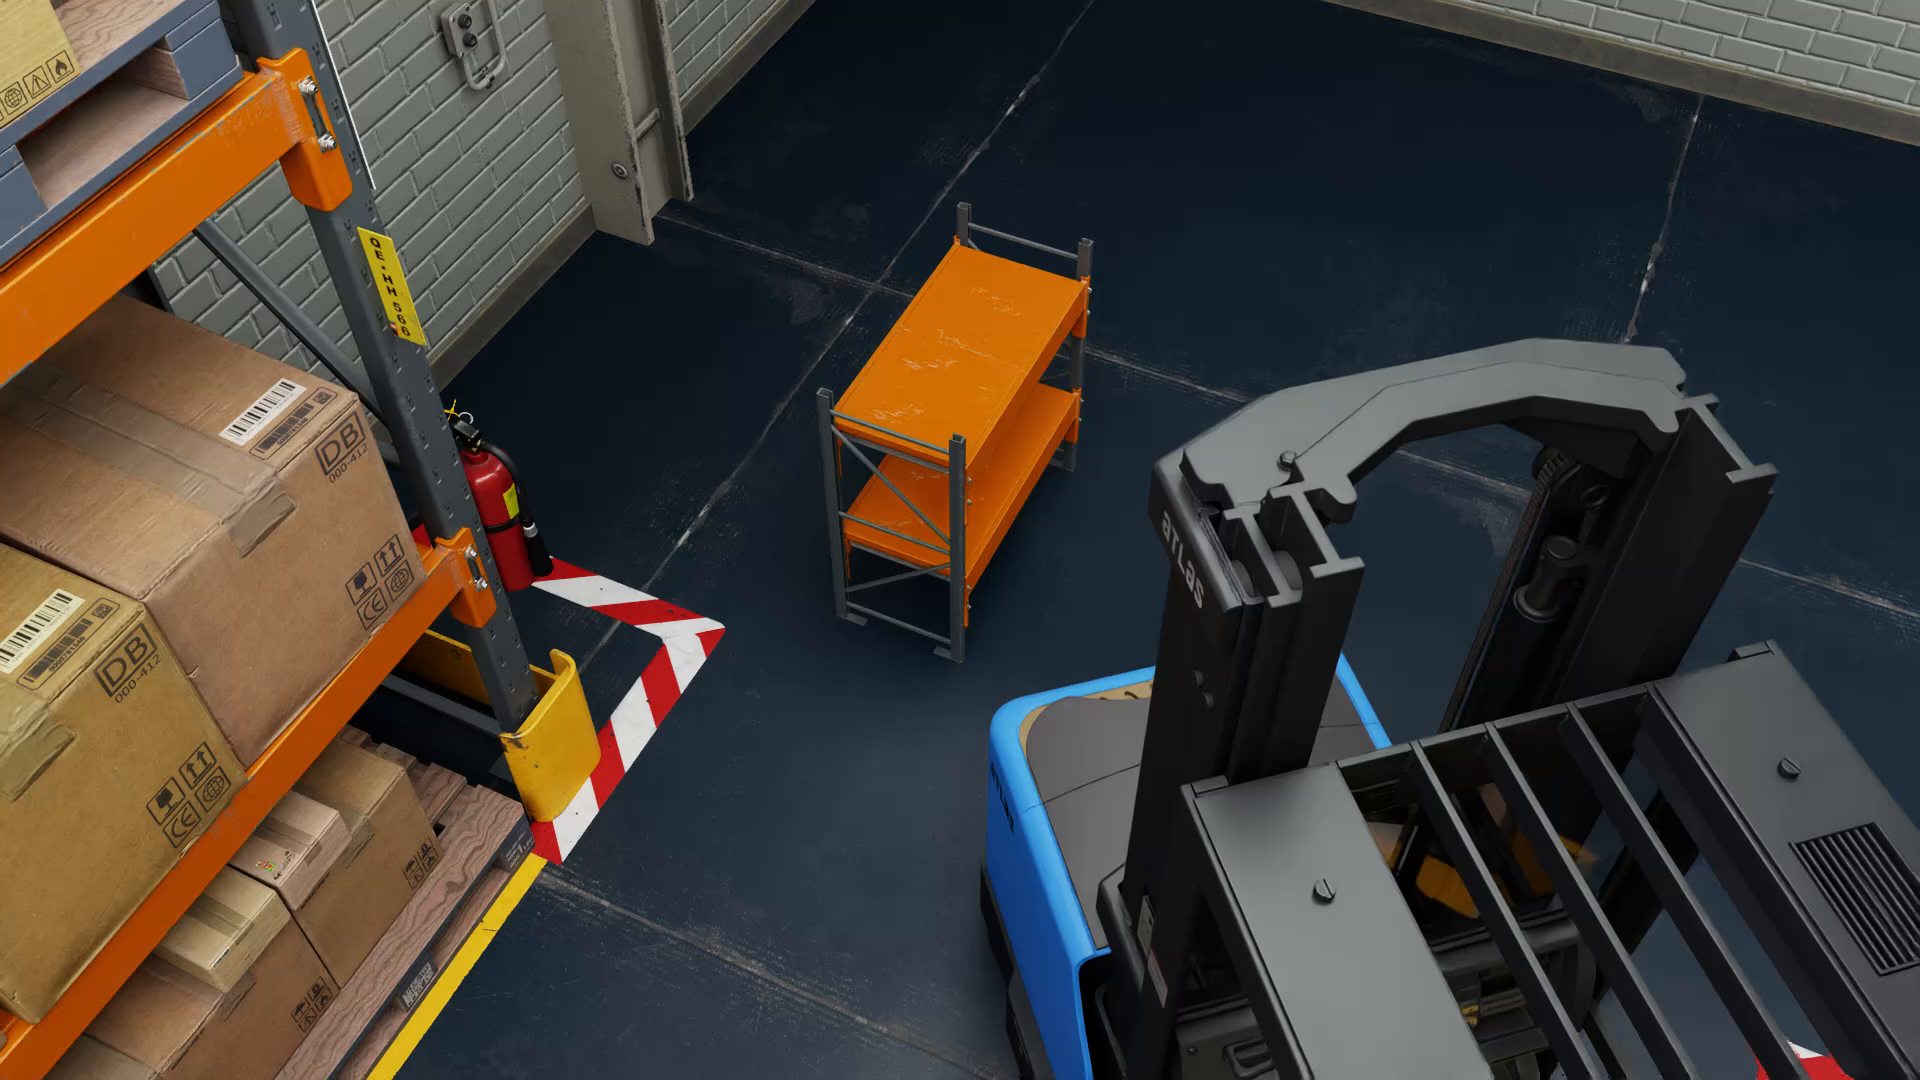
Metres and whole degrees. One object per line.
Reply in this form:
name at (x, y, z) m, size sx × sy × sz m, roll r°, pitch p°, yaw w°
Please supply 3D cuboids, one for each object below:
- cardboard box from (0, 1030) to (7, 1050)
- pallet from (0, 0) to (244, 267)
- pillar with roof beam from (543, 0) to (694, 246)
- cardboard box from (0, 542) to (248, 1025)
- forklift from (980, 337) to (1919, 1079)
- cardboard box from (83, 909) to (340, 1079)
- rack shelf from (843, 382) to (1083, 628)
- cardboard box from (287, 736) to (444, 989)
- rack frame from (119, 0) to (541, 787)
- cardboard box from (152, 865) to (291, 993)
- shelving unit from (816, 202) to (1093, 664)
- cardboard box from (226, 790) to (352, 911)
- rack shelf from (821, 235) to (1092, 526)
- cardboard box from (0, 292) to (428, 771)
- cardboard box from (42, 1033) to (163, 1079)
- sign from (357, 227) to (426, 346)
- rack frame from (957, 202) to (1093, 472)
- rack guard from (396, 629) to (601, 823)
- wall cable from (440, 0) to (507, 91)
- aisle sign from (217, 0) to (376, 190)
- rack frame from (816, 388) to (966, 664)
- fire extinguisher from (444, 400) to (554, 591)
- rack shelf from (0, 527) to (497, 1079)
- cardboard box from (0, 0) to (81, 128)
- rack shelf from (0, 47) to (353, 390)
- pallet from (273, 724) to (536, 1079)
cardboard box at (-2.648, 0.964, 3.263) m, size 0.980 × 0.700 × 0.700 m, roll 18°, pitch 52°, yaw 14°
pallet at (-2.112, -0.749, 3.006) m, size 1.003 × 0.211 × 1.213 m, roll 20°, pitch 52°, yaw 16°
pillar with roof beam at (2.459, -3.003, 2.897) m, size 9.100 × 9.000 × 0.400 m, roll 20°, pitch 52°, yaw 16°
cardboard box at (-2.314, 0.442, 3.707) m, size 0.980 × 0.700 × 0.700 m, roll 19°, pitch 52°, yaw 16°
forklift at (0.954, 1.169, 3.330) m, size 1.130 × 2.935 × 3.031 m, roll -12°, pitch 51°, yaw -10°
cardboard box at (-2.227, 1.214, 4.613) m, size 0.700 × 0.500 × 0.500 m, roll 20°, pitch 52°, yaw 16°
rack shelf at (0.003, -0.211, 6.012) m, size 0.538 × 0.278 × 1.000 m, roll 20°, pitch 52°, yaw 16°
cardboard box at (-2.013, 0.869, 4.906) m, size 0.700 × 0.500 × 0.500 m, roll 20°, pitch 52°, yaw 16°
rack frame at (-1.805, -0.319, 4.552) m, size 1.000 × 3.000 × 0.127 m, roll 20°, pitch 52°, yaw 16°
cardboard box at (-2.012, 0.983, 4.384) m, size 0.380 × 0.149 × 0.250 m, roll 21°, pitch 53°, yaw 17°
shelving unit at (0.003, -0.369, 5.826) m, size 0.538 × 1.125 × 1.048 m, roll 20°, pitch 52°, yaw 16°
cardboard box at (-1.904, 0.807, 4.534) m, size 0.380 × 0.149 × 0.250 m, roll 19°, pitch 52°, yaw 16°
rack shelf at (0.003, -0.559, 5.603) m, size 0.538 × 0.278 × 1.000 m, roll 20°, pitch 52°, yaw 16°
cardboard box at (-2.014, -0.062, 4.136) m, size 0.980 × 0.700 × 0.700 m, roll 22°, pitch 53°, yaw 18°
cardboard box at (-2.441, 1.560, 4.318) m, size 0.700 × 0.500 × 0.500 m, roll 18°, pitch 52°, yaw 15°
sign at (-1.320, -0.585, 3.863) m, size 0.100 × 0.325 × 0.005 m, roll 20°, pitch 52°, yaw 16°
rack frame at (0.220, -0.719, 6.123) m, size 0.500 × 1.125 × 0.032 m, roll 20°, pitch 52°, yaw 16°
rack guard at (-1.795, 0.474, 5.518) m, size 1.175 × 0.500 × 0.348 m, roll 20°, pitch 52°, yaw 16°
wall cable at (-2.113, -1.838, 5.177) m, size 0.084 × 1.984 × 1.851 m, roll 20°, pitch 52°, yaw 16°
aisle sign at (-1.503, -1.114, 3.521) m, size 0.394 × 0.787 × 0.004 m, roll 20°, pitch 52°, yaw 16°
rack frame at (-0.214, -0.019, 5.528) m, size 0.500 × 1.125 × 0.032 m, roll 20°, pitch 52°, yaw 16°
fire extinguisher at (-1.323, -0.127, 4.684) m, size 0.296 × 0.674 × 0.183 m, roll 20°, pitch 52°, yaw 16°
rack shelf at (-2.659, 1.291, 3.654) m, size 1.077 × 0.370 × 4.000 m, roll 20°, pitch 52°, yaw 16°
cardboard box at (-1.878, -0.821, 2.766) m, size 0.500 × 0.250 × 0.500 m, roll 21°, pitch 53°, yaw 17°
rack shelf at (-2.659, 0.319, 2.512) m, size 1.077 × 0.370 × 4.000 m, roll 20°, pitch 52°, yaw 16°
pallet at (-2.076, 1.160, 5.124) m, size 1.003 × 0.211 × 1.213 m, roll 20°, pitch 52°, yaw 16°
